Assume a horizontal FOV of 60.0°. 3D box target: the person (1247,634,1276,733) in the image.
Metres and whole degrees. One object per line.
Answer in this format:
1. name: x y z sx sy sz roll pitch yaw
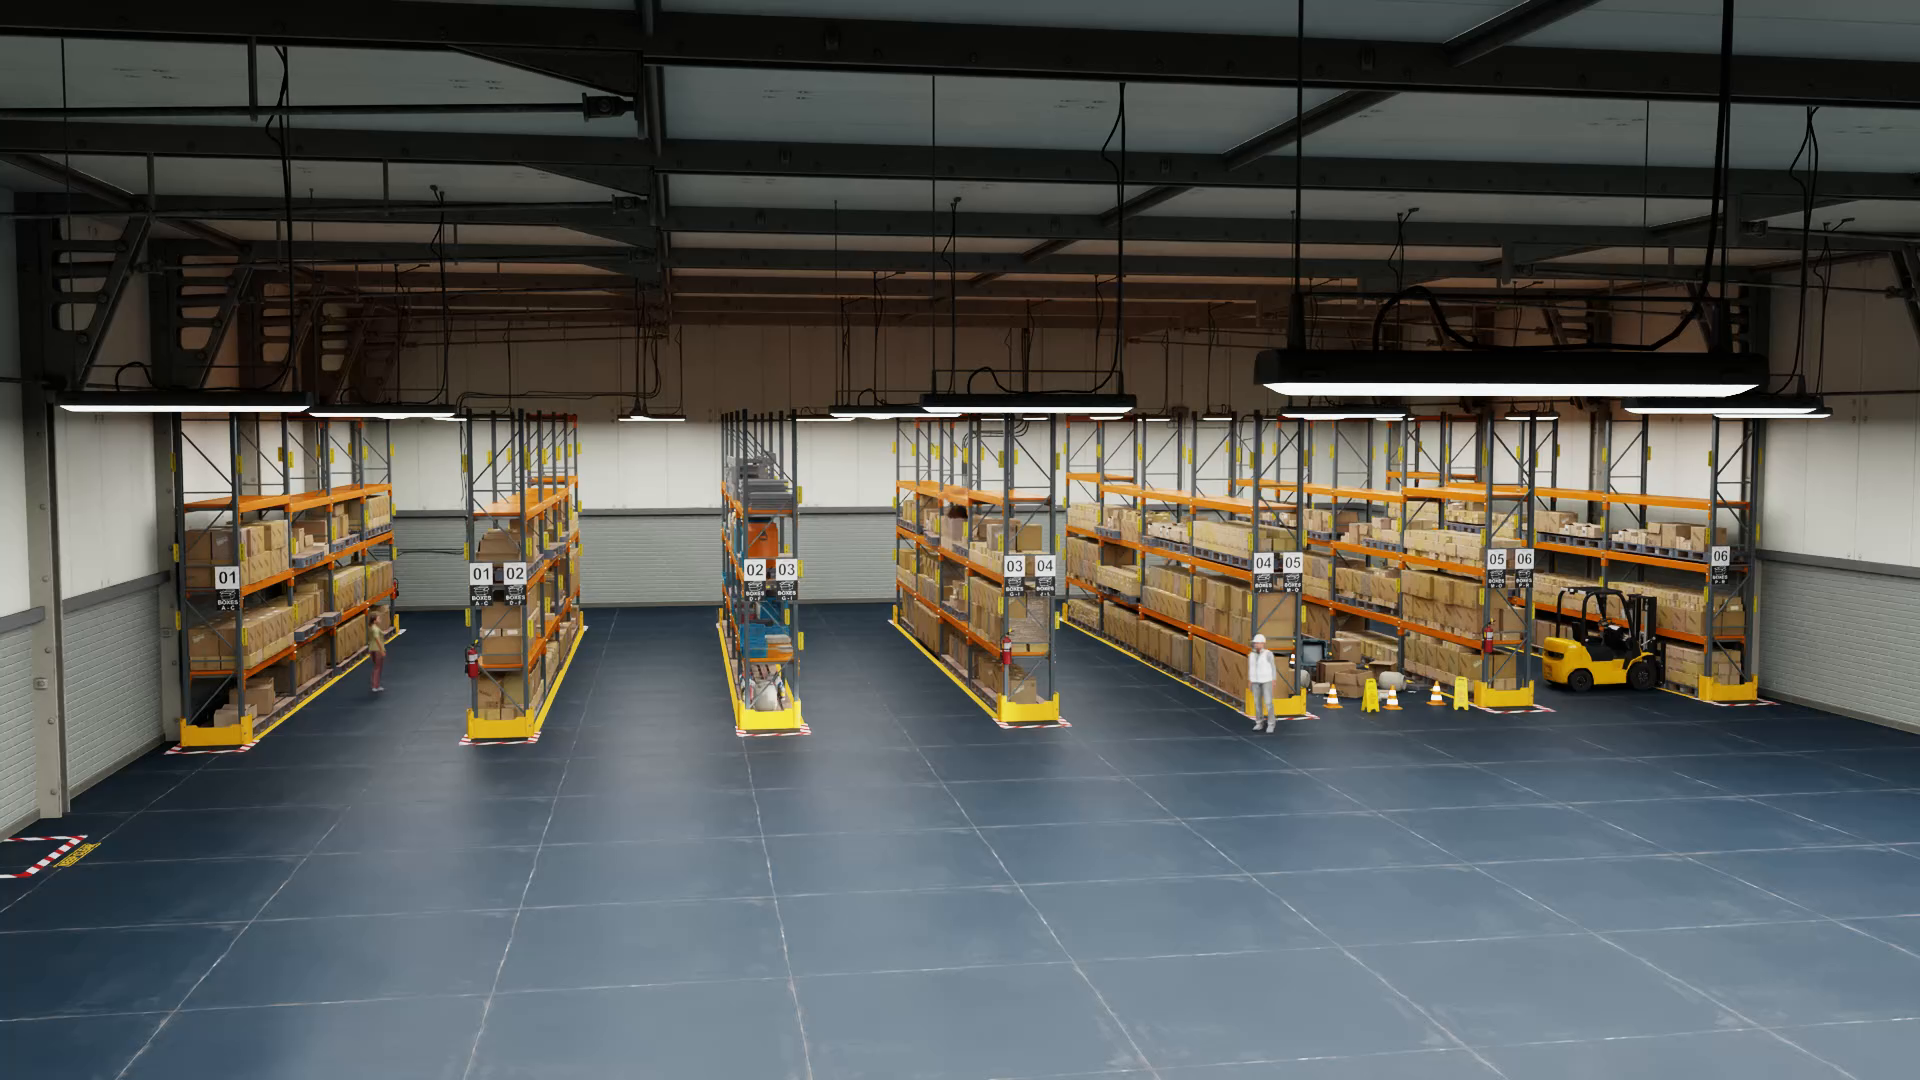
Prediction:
1. person: 5.629 2.678 31.112 0.608 1.815 0.409 3 5 35

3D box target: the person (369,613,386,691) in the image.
1. person: -12.441 2.399 35.570 0.472 1.679 0.444 2 5 28

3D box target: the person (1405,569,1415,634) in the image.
1. person: 12.232 1.686 45.209 0.509 1.812 0.609 1 4 13

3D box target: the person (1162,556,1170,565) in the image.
1. person: 6.322 1.294 51.225 0.440 1.682 0.445 -2 4 -24
